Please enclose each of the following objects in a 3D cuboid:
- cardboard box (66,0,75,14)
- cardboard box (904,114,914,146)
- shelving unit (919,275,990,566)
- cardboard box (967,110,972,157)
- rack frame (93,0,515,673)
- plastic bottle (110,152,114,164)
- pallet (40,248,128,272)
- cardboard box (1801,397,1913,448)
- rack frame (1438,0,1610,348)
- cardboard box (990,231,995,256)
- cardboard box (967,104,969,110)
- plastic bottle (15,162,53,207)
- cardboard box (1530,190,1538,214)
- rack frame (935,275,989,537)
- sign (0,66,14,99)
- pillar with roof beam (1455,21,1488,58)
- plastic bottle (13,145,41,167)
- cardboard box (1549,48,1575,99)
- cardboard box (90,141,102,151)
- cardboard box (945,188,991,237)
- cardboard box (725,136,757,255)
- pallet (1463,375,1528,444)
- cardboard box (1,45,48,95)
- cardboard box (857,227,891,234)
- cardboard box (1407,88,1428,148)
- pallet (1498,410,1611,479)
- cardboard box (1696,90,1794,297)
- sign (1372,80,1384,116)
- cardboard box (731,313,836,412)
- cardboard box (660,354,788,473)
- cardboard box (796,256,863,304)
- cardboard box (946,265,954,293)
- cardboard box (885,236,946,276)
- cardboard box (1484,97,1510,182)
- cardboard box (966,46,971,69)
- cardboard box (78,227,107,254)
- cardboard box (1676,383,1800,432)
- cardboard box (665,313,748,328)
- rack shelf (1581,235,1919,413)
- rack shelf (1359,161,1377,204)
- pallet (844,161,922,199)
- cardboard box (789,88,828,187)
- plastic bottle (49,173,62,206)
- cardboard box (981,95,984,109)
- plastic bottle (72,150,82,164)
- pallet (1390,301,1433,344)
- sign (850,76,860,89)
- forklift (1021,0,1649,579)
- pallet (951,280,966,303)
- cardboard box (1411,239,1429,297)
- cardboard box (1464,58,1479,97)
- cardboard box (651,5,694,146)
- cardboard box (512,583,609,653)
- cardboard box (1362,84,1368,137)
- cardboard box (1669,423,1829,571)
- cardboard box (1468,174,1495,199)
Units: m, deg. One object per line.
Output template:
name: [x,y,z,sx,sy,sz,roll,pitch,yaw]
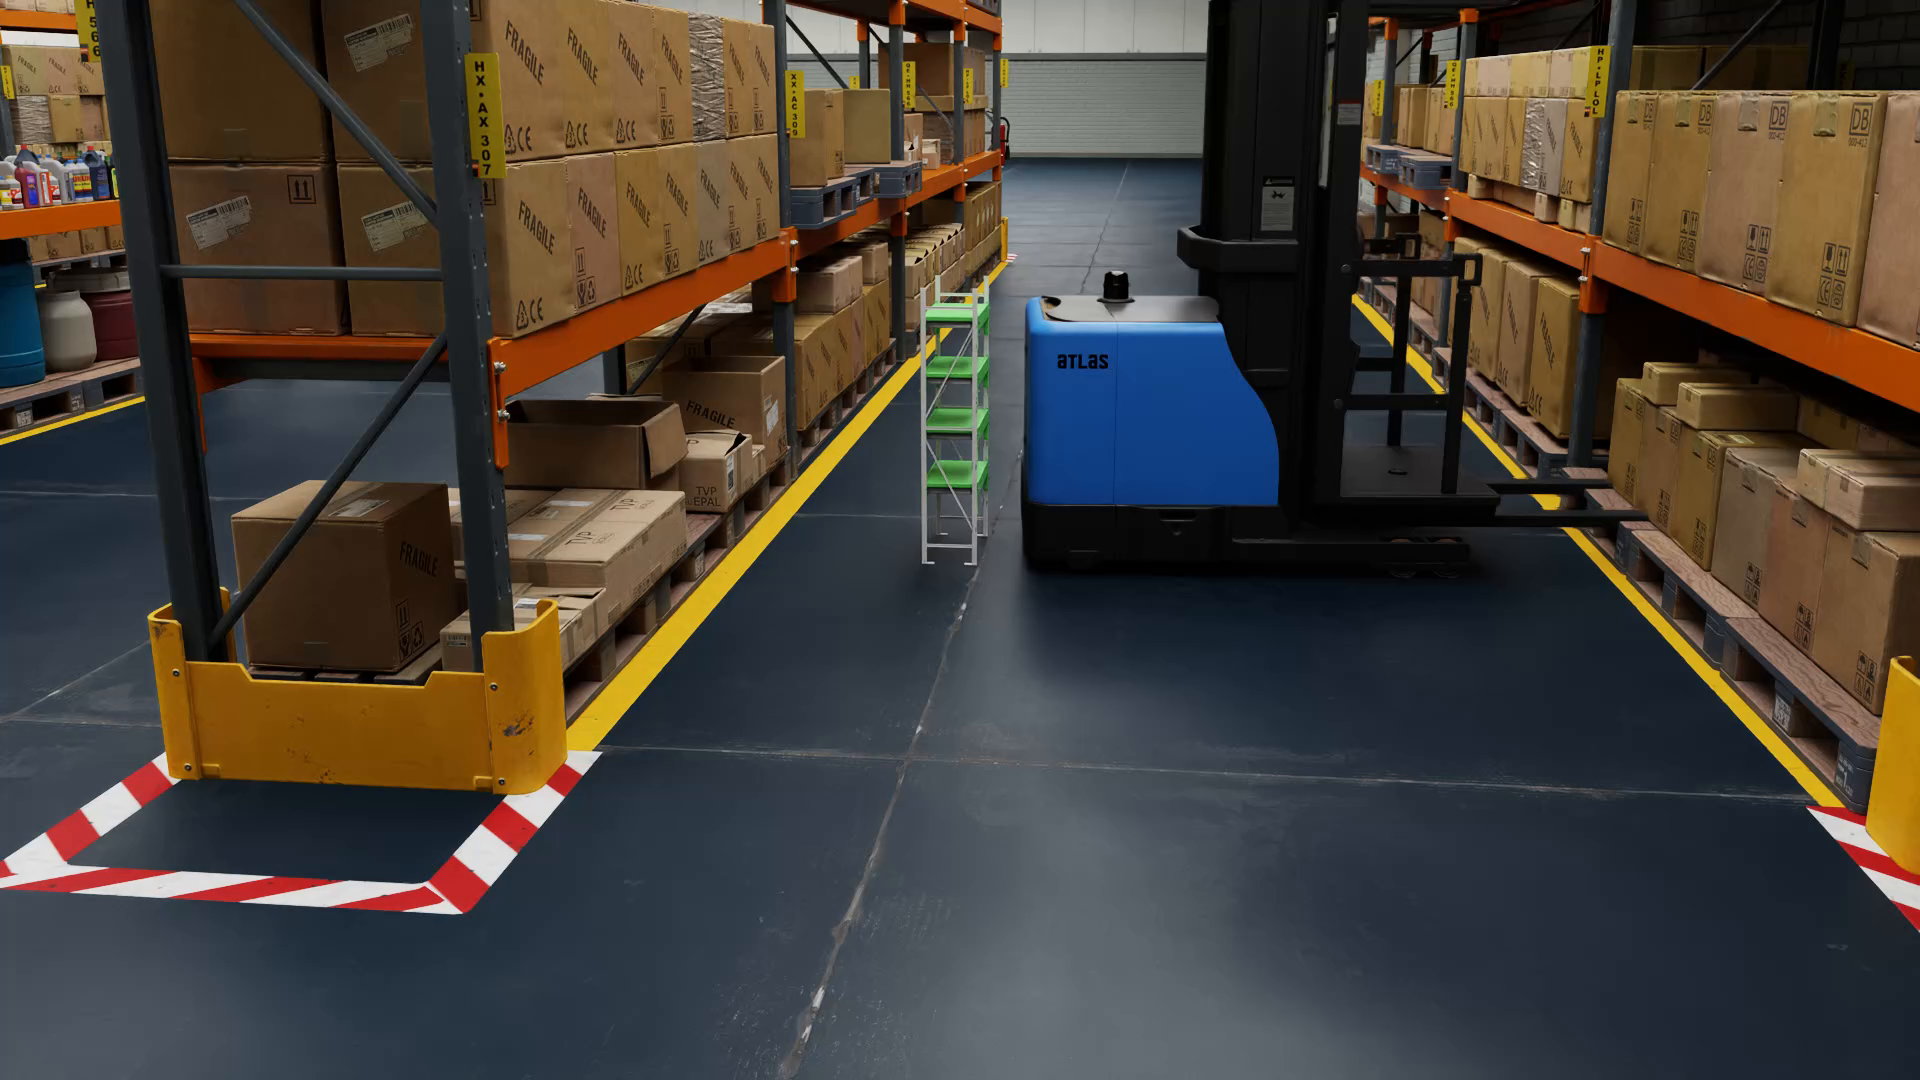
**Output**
cardboard box: [-9.881,-5.894,18.253,0.500,0.250,0.500,1,15,4]
cardboard box: [-0.684,-3.433,14.421,0.500,0.500,0.500,2,15,6]
shelving unit: [-0.019,-0.536,7.347,0.258,1.200,0.503,2,15,6]
cardboard box: [-0.251,-4.414,18.047,0.700,0.500,0.500,2,15,8]
rack frame: [-1.819,-0.738,4.645,1.000,3.000,0.127,2,15,6]
plastic bottle: [-5.648,-2.482,11.189,0.144,0.351,0.185,2,15,6]
pallet: [-10.132,-3.290,19.423,1.003,0.211,1.213,2,15,6]
cardboard box: [3.438,-0.443,6.295,0.380,0.149,0.250,1,15,5]
rack frame: [4.006,-2.668,11.782,1.000,3.000,0.127,2,15,6]
cardboard box: [0.120,-3.356,18.789,0.500,0.250,0.500,2,15,6]
cardboard box: [-0.101,-4.610,17.531,0.380,0.149,0.250,1,15,5]
plastic bottle: [-5.754,-2.211,10.332,0.152,0.276,0.135,2,15,6]
cardboard box: [3.499,-1.943,9.545,0.380,0.149,0.250,1,15,5]
rack frame: [0.009,-0.600,7.581,0.240,1.200,0.015,2,15,6]
sign: [-9.756,-4.687,17.030,0.100,0.325,0.005,2,15,6]
pillar with roof beam: [1.412,-7.559,18.376,9.100,9.000,0.400,2,15,6]
plastic bottle: [-6.220,-2.463,11.118,0.144,0.351,0.185,2,15,6]
cardboard box: [3.421,-2.455,8.759,0.500,0.250,0.500,2,15,7]
cardboard box: [-9.868,-4.394,18.646,0.380,0.149,0.250,2,15,6]
cardboard box: [0.066,-3.588,18.211,0.500,0.500,0.500,2,15,6]
cardboard box: [-1.226,-1.553,7.467,0.500,0.500,0.500,2,15,8]
pallet: [3.702,-0.804,10.232,1.003,0.211,1.213,2,15,6]
cardboard box: [-10.004,-4.927,17.459,0.500,0.500,0.500,2,15,6]
cardboard box: [-0.821,-2.767,15.537,0.500,0.311,0.500,2,15,6]
cardboard box: [4.296,-3.690,14.529,0.700,0.500,0.500,3,15,12]
pallet: [3.567,-0.487,9.058,1.003,0.211,1.213,2,15,6]
cardboard box: [3.317,-1.257,5.990,0.980,0.700,0.700,1,15,4]
sign: [3.918,-4.137,15.558,0.100,0.325,0.005,2,15,6]
cardboard box: [-1.022,-1.038,9.701,0.500,0.500,0.500,2,15,7]
cardboard box: [-1.150,-0.625,8.173,0.500,0.500,0.500,2,15,6]
cardboard box: [-0.902,-1.651,10.531,0.500,0.250,0.500,1,15,5]
cardboard box: [-0.340,-2.346,15.054,0.500,0.250,0.500,2,15,8]
cardboard box: [-0.397,-2.488,14.507,0.500,0.311,0.500,2,15,6]
cardboard box: [3.572,-2.487,10.313,0.500,0.500,0.500,2,15,6]
cardboard box: [-0.251,-5.031,17.843,0.700,0.500,0.500,2,15,6]
cardboard box: [-10.174,-3.554,19.043,0.500,0.500,0.500,0,15,1]
cardboard box: [3.090,-0.530,6.617,0.380,0.149,0.250,1,15,5]
cardboard box: [-1.533,-1.046,9.728,0.500,0.500,0.500,2,15,6]
rack shelf: [3.329,-0.765,6.121,1.077,0.370,4.000,2,15,6]
rack shelf: [4.683,-3.877,17.631,1.077,0.370,4.000,2,15,6]
pallet: [-0.923,-2.542,11.686,1.213,0.211,1.003,2,15,6]
cardboard box: [-1.092,-2.143,8.844,0.700,0.500,0.500,-3,16,-13]
plastic bottle: [-5.713,-2.205,10.450,0.097,0.201,0.097,0,15,0]
cardboard box: [0.076,-5.010,19.010,0.380,0.149,0.250,1,15,5]
plastic bottle: [-6.320,-2.647,11.930,0.061,0.283,0.133,2,15,6]
pallet: [4.236,-1.840,14.063,1.003,0.211,1.213,2,15,6]
sign: [-1.017,-4.322,16.091,0.100,0.325,0.005,2,15,6]
forklift: [1.801,-1.392,7.195,3.031,2.935,1.130,0,15,1]
pallet: [-0.509,-2.312,15.808,1.003,0.211,1.213,2,15,6]
cardboard box: [4.383,-2.384,14.679,0.700,0.500,0.500,1,15,5]
cardboard box: [3.696,-3.114,11.195,0.500,0.250,0.500,2,15,8]
cardboard box: [-1.338,-1.774,6.367,0.500,0.500,0.500,2,15,6]
cardboard box: [-1.402,0.254,5.561,0.380,0.166,0.250,2,15,6]
cardboard box: [4.254,-4.266,16.505,0.500,0.500,0.500,2,15,6]
cardboard box: [3.248,-0.172,6.538,0.700,0.500,0.500,2,15,8]
cardboard box: [3.588,-2.346,11.036,0.380,0.149,0.250,2,15,8]
